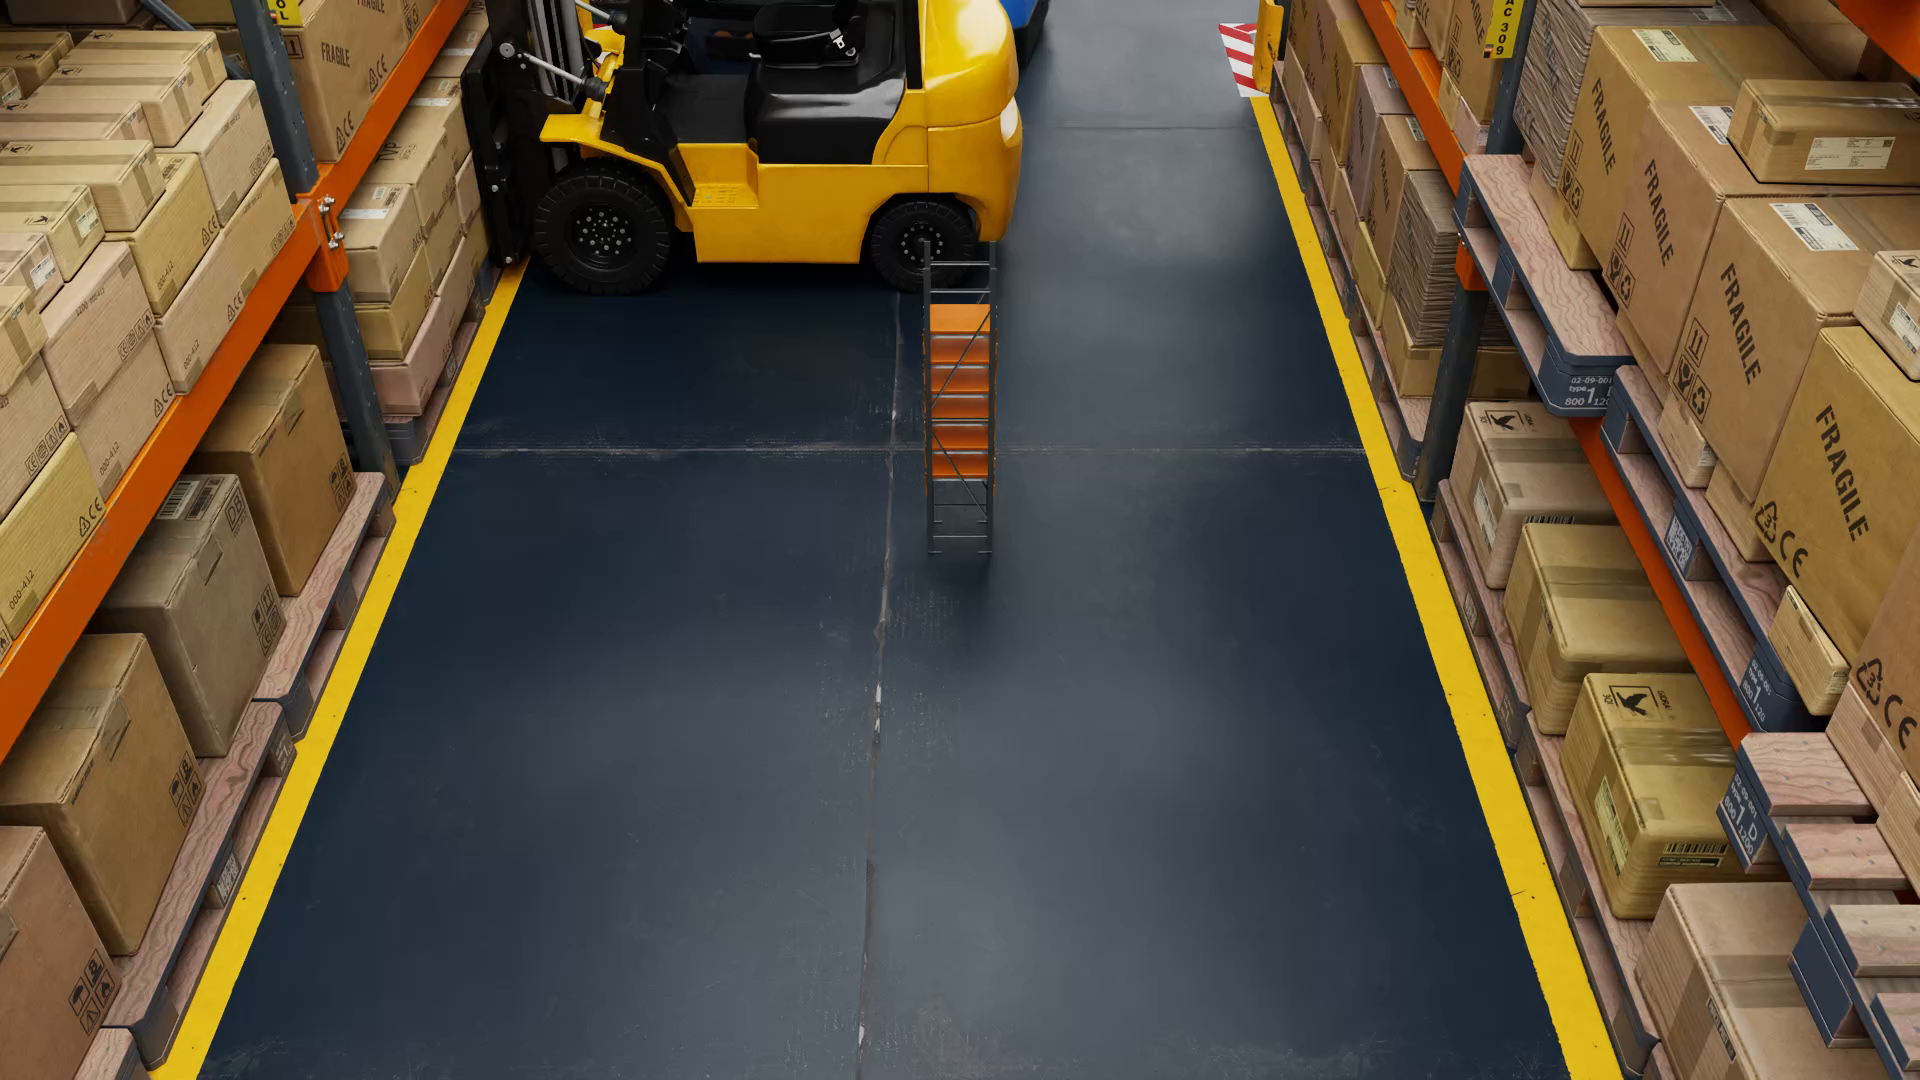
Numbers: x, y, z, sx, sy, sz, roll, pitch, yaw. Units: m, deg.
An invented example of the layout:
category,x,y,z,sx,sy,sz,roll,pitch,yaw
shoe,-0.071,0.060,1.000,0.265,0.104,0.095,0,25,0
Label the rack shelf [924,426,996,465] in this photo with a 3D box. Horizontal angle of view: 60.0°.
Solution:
category,x,y,z,sx,sy,sz,roll,pitch,yaw
rack shelf,0.000,-0.349,5.989,0.258,0.103,0.180,0,39,0

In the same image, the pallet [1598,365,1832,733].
category,x,y,z,sx,sy,sz,roll,pitch,yaw
pallet,2.238,-0.010,4.017,1.003,0.211,1.213,0,39,0

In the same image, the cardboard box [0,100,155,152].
category,x,y,z,sx,sy,sz,roll,pitch,yaw
cardboard box,-2.499,-1.107,4.634,0.380,0.149,0.250,0,39,0

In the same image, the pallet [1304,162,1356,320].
category,x,y,z,sx,sy,sz,roll,pitch,yaw
pallet,2.236,-1.445,7.884,1.003,0.211,1.213,0,39,0

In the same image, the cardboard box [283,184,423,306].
category,x,y,z,sx,sy,sz,roll,pitch,yaw
cardboard box,-2.374,-1.126,6.320,0.500,0.250,0.500,-1,39,-1

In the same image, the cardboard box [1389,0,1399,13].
category,x,y,z,sx,sy,sz,roll,pitch,yaw
cardboard box,1.997,-2.246,6.855,0.380,0.149,0.250,-1,39,-1

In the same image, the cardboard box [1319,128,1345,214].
category,x,y,z,sx,sy,sz,roll,pitch,yaw
cardboard box,2.003,-1.776,7.930,0.500,0.250,0.500,2,39,3

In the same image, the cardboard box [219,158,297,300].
category,x,y,z,sx,sy,sz,roll,pitch,yaw
cardboard box,-2.425,-0.969,5.180,0.500,0.250,0.500,1,39,1

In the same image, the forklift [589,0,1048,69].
category,x,y,z,sx,sy,sz,roll,pitch,yaw
forklift,-1.029,-4.249,9.208,3.031,2.935,1.130,7,39,8

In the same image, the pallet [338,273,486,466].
category,x,y,z,sx,sy,sz,roll,pitch,yaw
pallet,-2.646,-0.752,7.019,1.003,0.211,1.213,0,39,0

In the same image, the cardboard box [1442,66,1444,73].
category,x,y,z,sx,sy,sz,roll,pitch,yaw
cardboard box,2.042,-1.770,6.261,0.380,0.149,0.250,0,39,0

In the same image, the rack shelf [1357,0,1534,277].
category,x,y,z,sx,sy,sz,roll,pitch,yaw
rack shelf,2.274,-2.318,7.320,1.077,0.370,4.000,0,39,0

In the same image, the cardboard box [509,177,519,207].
category,x,y,z,sx,sy,sz,roll,pitch,yaw
cardboard box,-2.369,-1.693,7.826,0.500,0.250,0.500,1,39,1

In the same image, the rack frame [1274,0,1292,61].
category,x,y,z,sx,sy,sz,roll,pitch,yaw
rack frame,2.272,-3.850,8.655,1.000,3.000,0.127,0,39,0

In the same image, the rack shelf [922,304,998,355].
category,x,y,z,sx,sy,sz,roll,pitch,yaw
rack shelf,0.000,-0.724,5.689,0.258,0.103,0.180,0,39,0

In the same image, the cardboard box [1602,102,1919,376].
category,x,y,z,sx,sy,sz,roll,pitch,yaw
cardboard box,1.978,-0.752,4.135,0.500,0.500,0.500,0,39,0

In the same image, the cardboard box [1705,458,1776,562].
category,x,y,z,sx,sy,sz,roll,pitch,yaw
cardboard box,1.965,-0.087,3.824,0.380,0.149,0.250,-1,39,-1

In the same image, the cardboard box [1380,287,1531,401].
category,x,y,z,sx,sy,sz,roll,pitch,yaw
cardboard box,2.007,-0.809,6.724,0.500,0.250,0.500,2,39,2

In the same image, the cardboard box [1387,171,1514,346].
category,x,y,z,sx,sy,sz,roll,pitch,yaw
cardboard box,2.008,-1.102,6.489,0.500,0.500,0.500,-1,39,-1

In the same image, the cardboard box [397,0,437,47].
category,x,y,z,sx,sy,sz,roll,pitch,yaw
cardboard box,-2.445,-2.301,6.643,0.500,0.500,0.500,0,39,0

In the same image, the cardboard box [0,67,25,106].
category,x,y,z,sx,sy,sz,roll,pitch,yaw
cardboard box,-2.953,-1.247,4.809,0.380,0.149,0.250,-1,39,-2

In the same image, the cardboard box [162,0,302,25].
category,x,y,z,sx,sy,sz,roll,pitch,yaw
cardboard box,-2.424,-1.834,5.541,0.380,0.149,0.250,-1,39,-1

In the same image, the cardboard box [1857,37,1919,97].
category,x,y,z,sx,sy,sz,roll,pitch,yaw
cardboard box,2.517,-1.201,4.178,0.380,0.149,0.250,-1,39,-1

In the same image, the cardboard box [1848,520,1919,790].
category,x,y,z,sx,sy,sz,roll,pitch,yaw
cardboard box,1.991,0.227,2.915,0.500,0.500,0.500,-1,39,-1

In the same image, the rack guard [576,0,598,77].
category,x,y,z,sx,sy,sz,roll,pitch,yaw
rack guard,-2.692,-2.883,9.448,1.175,0.500,0.348,0,39,0

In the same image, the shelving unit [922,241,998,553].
category,x,y,z,sx,sy,sz,roll,pitch,yaw
shelving unit,0.000,-0.477,5.886,0.258,1.200,0.189,0,39,0

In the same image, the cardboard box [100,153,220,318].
category,x,y,z,sx,sy,sz,roll,pitch,yaw
cardboard box,-2.423,-0.850,4.633,0.500,0.250,0.500,-1,39,-1

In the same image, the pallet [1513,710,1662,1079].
category,x,y,z,sx,sy,sz,roll,pitch,yaw
pallet,2.283,0.992,4.844,1.003,0.211,1.213,0,39,0

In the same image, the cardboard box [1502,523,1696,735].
category,x,y,z,sx,sy,sz,roll,pitch,yaw
cardboard box,2.284,0.291,5.254,0.950,0.372,0.625,2,39,3

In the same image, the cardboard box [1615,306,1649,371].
category,x,y,z,sx,sy,sz,roll,pitch,yaw
cardboard box,1.988,-0.574,4.433,0.380,0.149,0.250,1,39,1

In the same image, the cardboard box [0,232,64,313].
category,x,y,z,sx,sy,sz,roll,pitch,yaw
cardboard box,-2.434,-0.622,4.029,0.380,0.149,0.250,0,39,0

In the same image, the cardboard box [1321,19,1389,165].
category,x,y,z,sx,sy,sz,roll,pitch,yaw
cardboard box,1.994,-2.073,7.702,0.500,0.500,0.500,1,39,1

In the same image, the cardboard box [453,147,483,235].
category,x,y,z,sx,sy,sz,roll,pitch,yaw
cardboard box,-2.370,-1.560,7.262,0.500,0.250,0.500,0,39,0

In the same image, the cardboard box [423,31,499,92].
category,x,y,z,sx,sy,sz,roll,pitch,yaw
cardboard box,-2.369,-2.085,7.517,0.500,0.250,0.500,-1,39,-1

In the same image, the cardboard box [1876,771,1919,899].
category,x,y,z,sx,sy,sz,roll,pitch,yaw
cardboard box,1.928,0.557,3.021,0.380,0.149,0.250,0,39,0

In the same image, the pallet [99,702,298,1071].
category,x,y,z,sx,sy,sz,roll,pitch,yaw
pallet,-2.643,0.971,4.869,1.003,0.211,1.213,0,39,0

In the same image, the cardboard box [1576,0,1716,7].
category,x,y,z,sx,sy,sz,roll,pitch,yaw
cardboard box,1.924,-1.626,4.708,0.380,0.149,0.250,0,39,0

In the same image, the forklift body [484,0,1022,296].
category,x,y,z,sx,sy,sz,roll,pitch,yaw
forklift body,-0.865,-2.328,7.435,2.313,2.155,1.214,0,39,0

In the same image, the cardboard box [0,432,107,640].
category,x,y,z,sx,sy,sz,roll,pitch,yaw
cardboard box,-2.441,-0.021,3.998,0.500,0.250,0.500,1,39,1

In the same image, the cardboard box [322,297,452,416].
category,x,y,z,sx,sy,sz,roll,pitch,yaw
cardboard box,-2.356,-0.736,6.633,0.500,0.250,0.500,0,39,0

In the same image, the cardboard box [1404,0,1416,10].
category,x,y,z,sx,sy,sz,roll,pitch,yaw
cardboard box,2.015,-2.427,6.563,0.500,0.500,0.500,1,39,1

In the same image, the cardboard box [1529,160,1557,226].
category,x,y,z,sx,sy,sz,roll,pitch,yaw
cardboard box,1.961,-1.068,5.050,0.380,0.149,0.250,0,39,1

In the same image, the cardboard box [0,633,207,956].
category,x,y,z,sx,sy,sz,roll,pitch,yaw
cardboard box,-2.679,0.702,4.538,0.875,0.625,0.625,-2,39,-2
